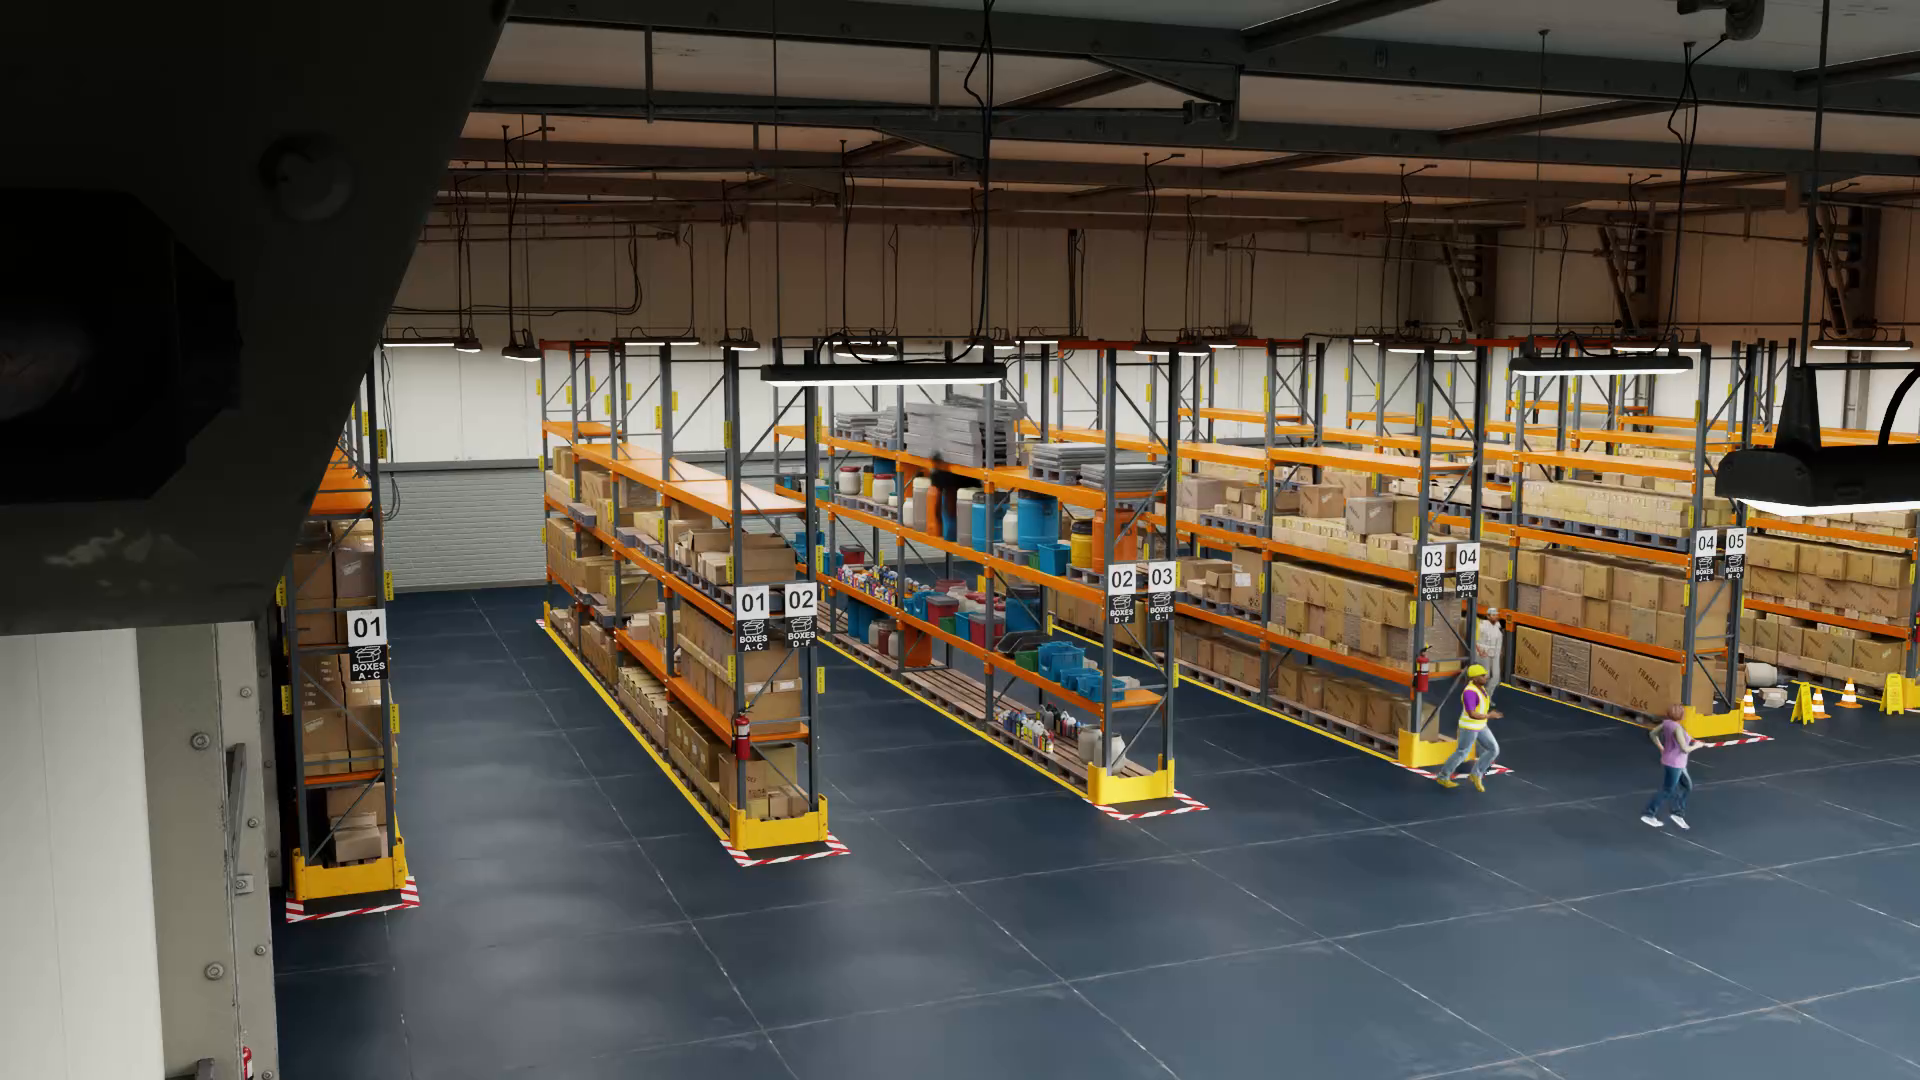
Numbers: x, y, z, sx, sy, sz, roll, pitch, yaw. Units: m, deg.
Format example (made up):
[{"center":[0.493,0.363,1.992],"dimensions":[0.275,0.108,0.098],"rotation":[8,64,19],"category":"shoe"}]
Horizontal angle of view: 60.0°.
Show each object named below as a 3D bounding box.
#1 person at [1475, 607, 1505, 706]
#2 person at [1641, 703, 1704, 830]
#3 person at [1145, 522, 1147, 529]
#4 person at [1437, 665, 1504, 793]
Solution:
[{"center":[8.818,1.923,27.870],"dimensions":[0.627,1.640,0.649],"rotation":[-3,8,-24],"category":"person"},{"center":[8.915,2.841,20.791],"dimensions":[0.711,1.638,0.504],"rotation":[1,8,10],"category":"person"},{"center":[4.329,0.407,38.903],"dimensions":[0.750,1.796,0.961],"rotation":[-2,8,-16],"category":"person"},{"center":[6.946,2.542,22.485],"dimensions":[0.862,1.768,0.717],"rotation":[5,9,36],"category":"person"}]
